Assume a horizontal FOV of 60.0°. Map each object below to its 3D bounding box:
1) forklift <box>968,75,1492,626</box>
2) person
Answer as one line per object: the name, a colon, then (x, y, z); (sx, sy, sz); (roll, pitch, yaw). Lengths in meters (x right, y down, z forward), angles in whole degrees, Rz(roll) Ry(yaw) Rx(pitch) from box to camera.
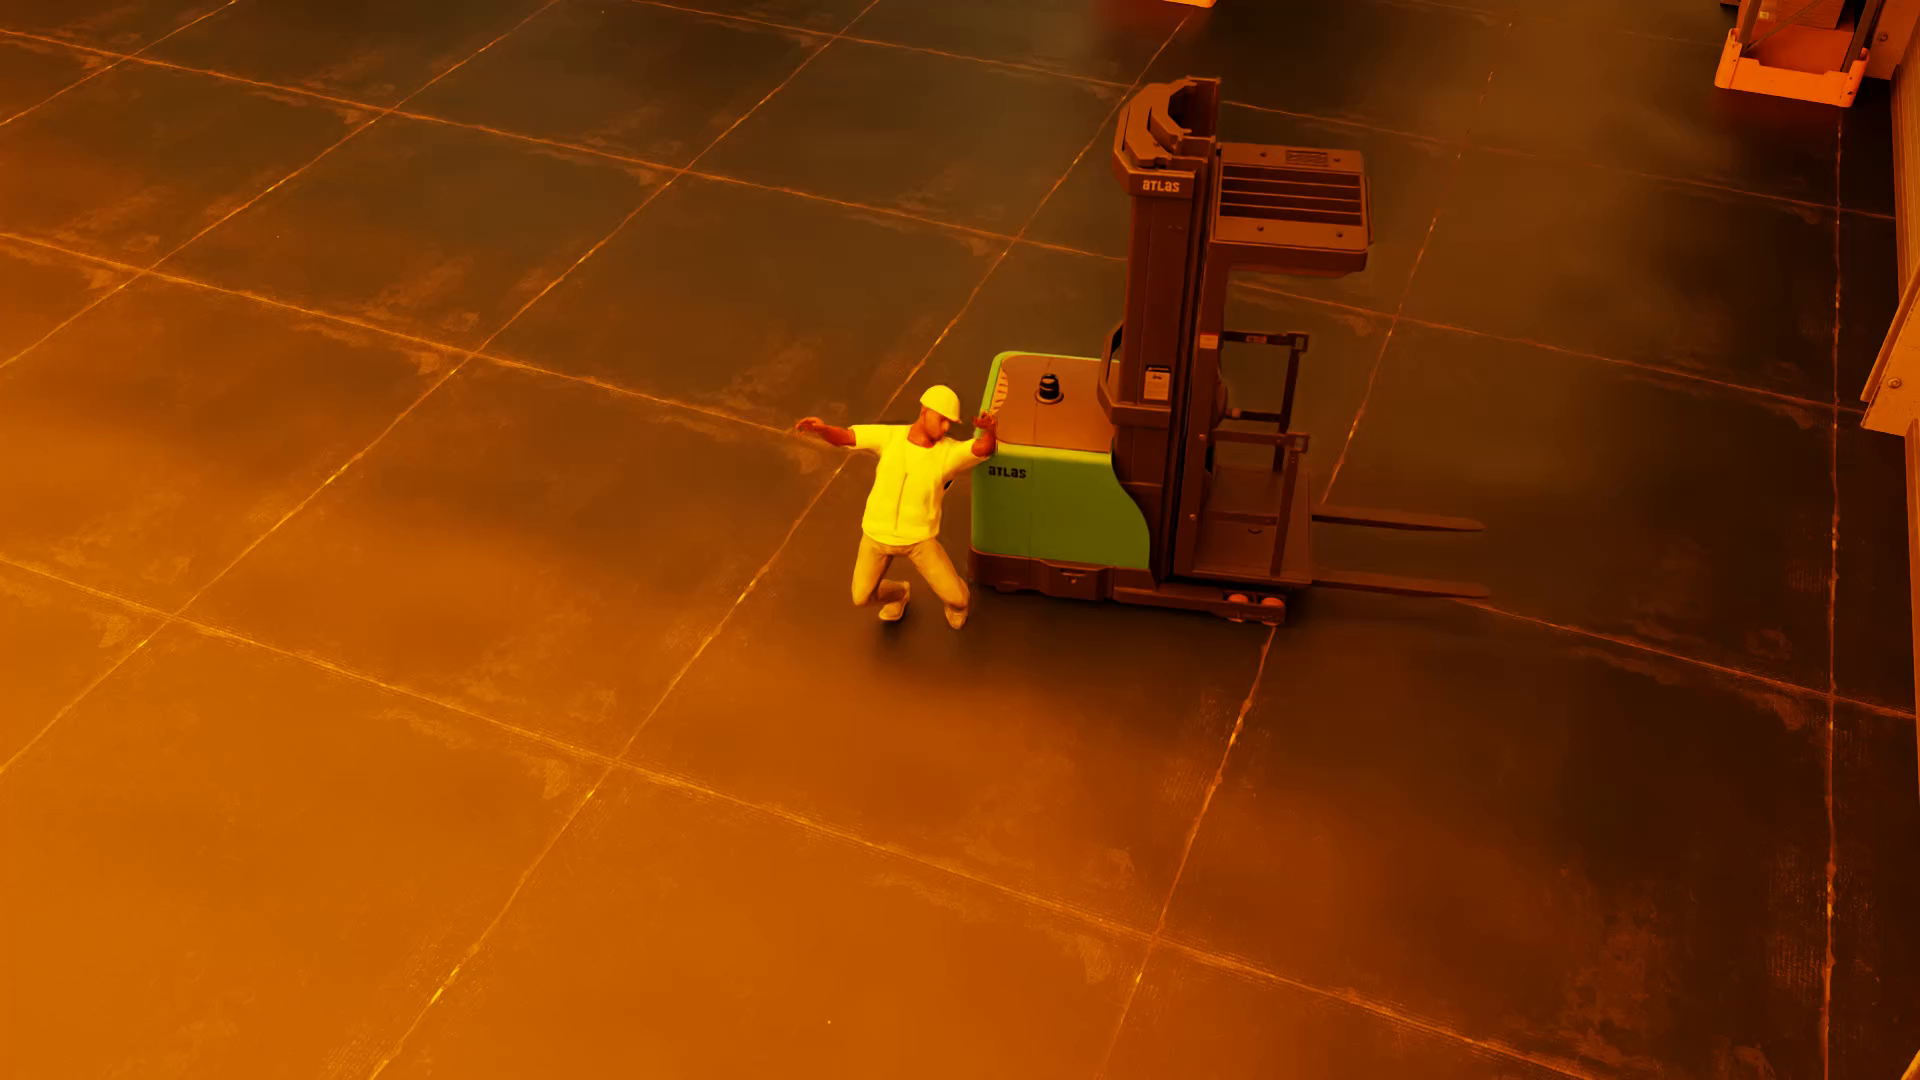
forklift: (1.614, -0.993, 9.193); (3.031, 2.935, 1.130); (6, 40, 7)
person: (-0.303, -0.187, 9.225); (1.042, 1.644, 0.741); (7, 40, 8)
